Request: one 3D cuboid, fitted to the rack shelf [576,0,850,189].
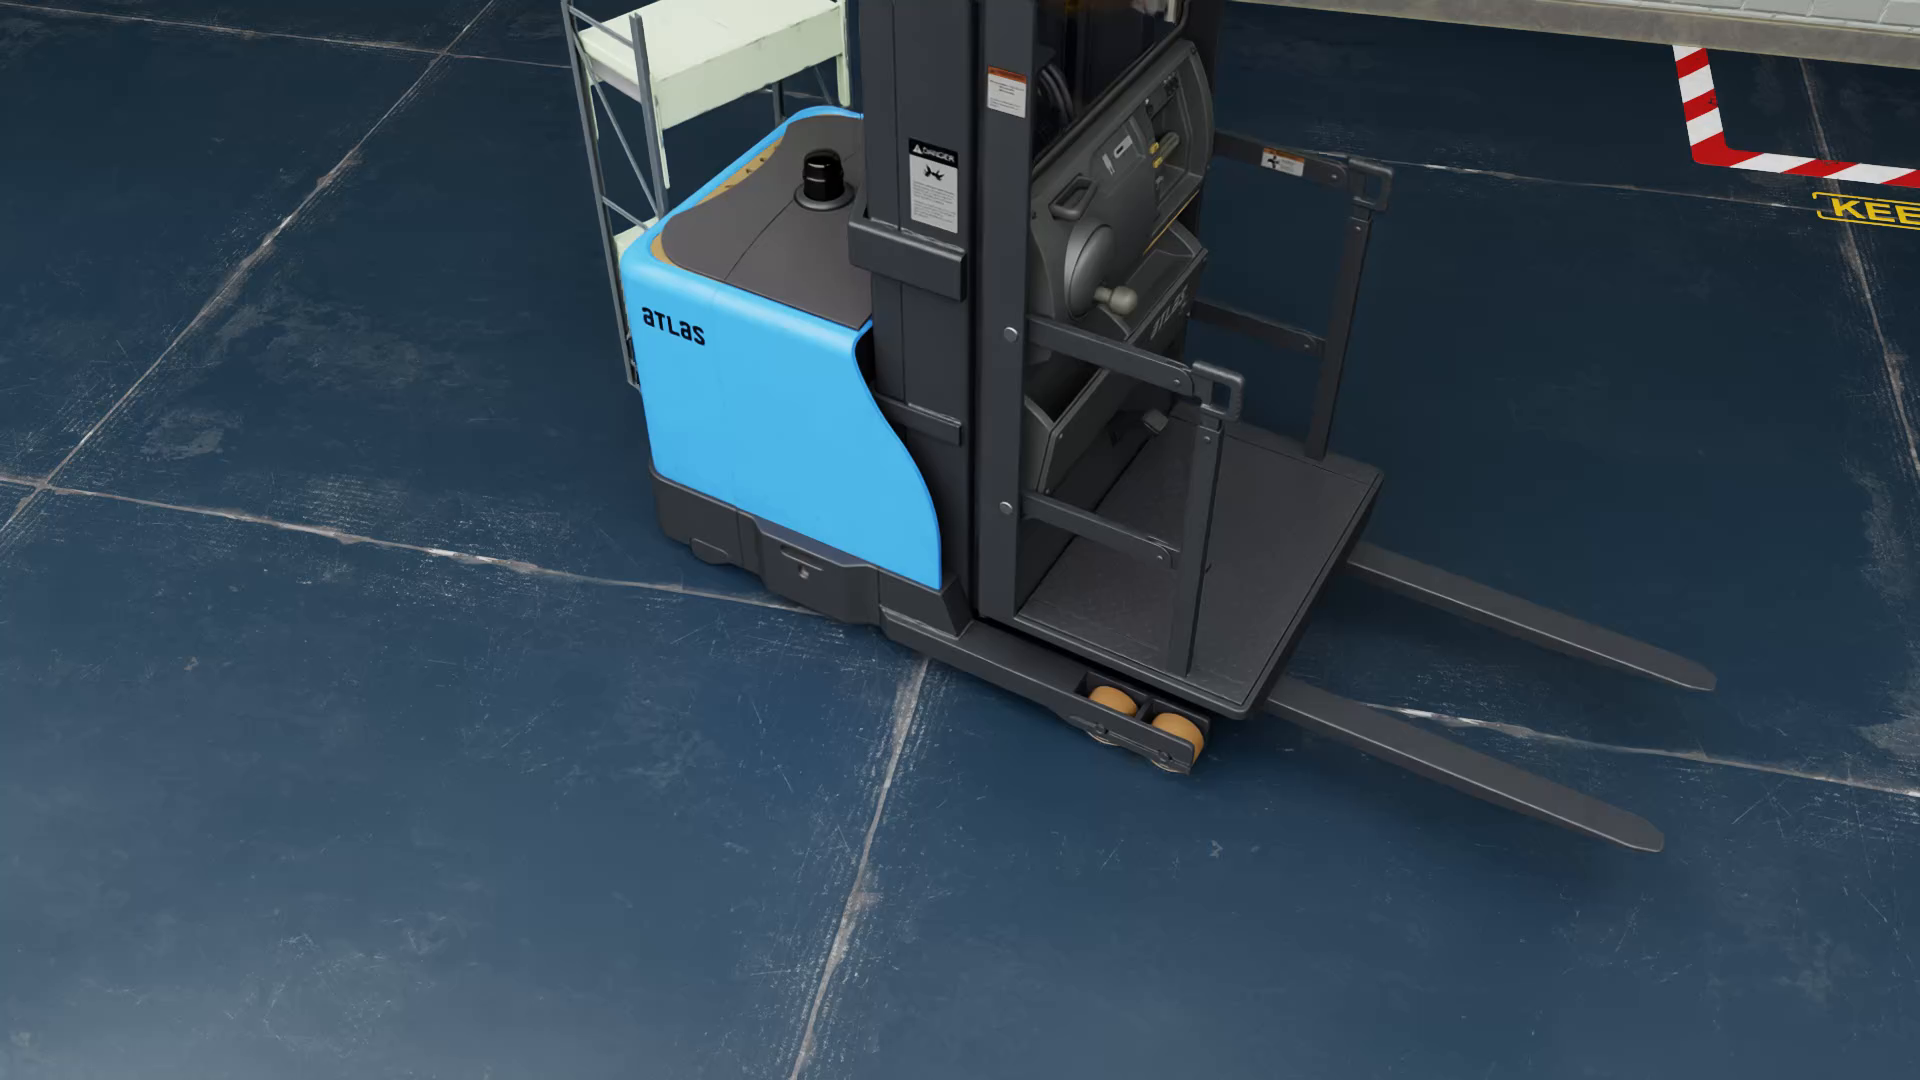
[{"bbox_3d":[-0.754,-1.454,5.115,0.720,0.370,0.431,-33,53,-30],"label":"rack shelf"}]

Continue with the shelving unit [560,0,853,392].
[{"bbox_3d":[-0.753,-1.172,5.385,0.755,1.500,0.431,-33,53,-30],"label":"shelving unit"}]

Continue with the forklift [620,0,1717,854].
[{"bbox_3d":[0.588,-0.841,4.011,3.031,2.935,1.130,22,48,21],"label":"forklift"}]

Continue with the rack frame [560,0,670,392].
[{"bbox_3d":[-1.020,-0.998,5.205,0.023,1.500,0.400,-33,53,-30],"label":"rack frame"}]

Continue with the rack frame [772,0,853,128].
[{"bbox_3d":[-0.487,-1.346,5.566,0.023,1.500,0.400,-33,53,-30],"label":"rack frame"}]

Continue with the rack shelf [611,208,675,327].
[{"bbox_3d":[-0.753,-0.937,5.611,0.720,0.370,0.431,-33,53,-30],"label":"rack shelf"}]
